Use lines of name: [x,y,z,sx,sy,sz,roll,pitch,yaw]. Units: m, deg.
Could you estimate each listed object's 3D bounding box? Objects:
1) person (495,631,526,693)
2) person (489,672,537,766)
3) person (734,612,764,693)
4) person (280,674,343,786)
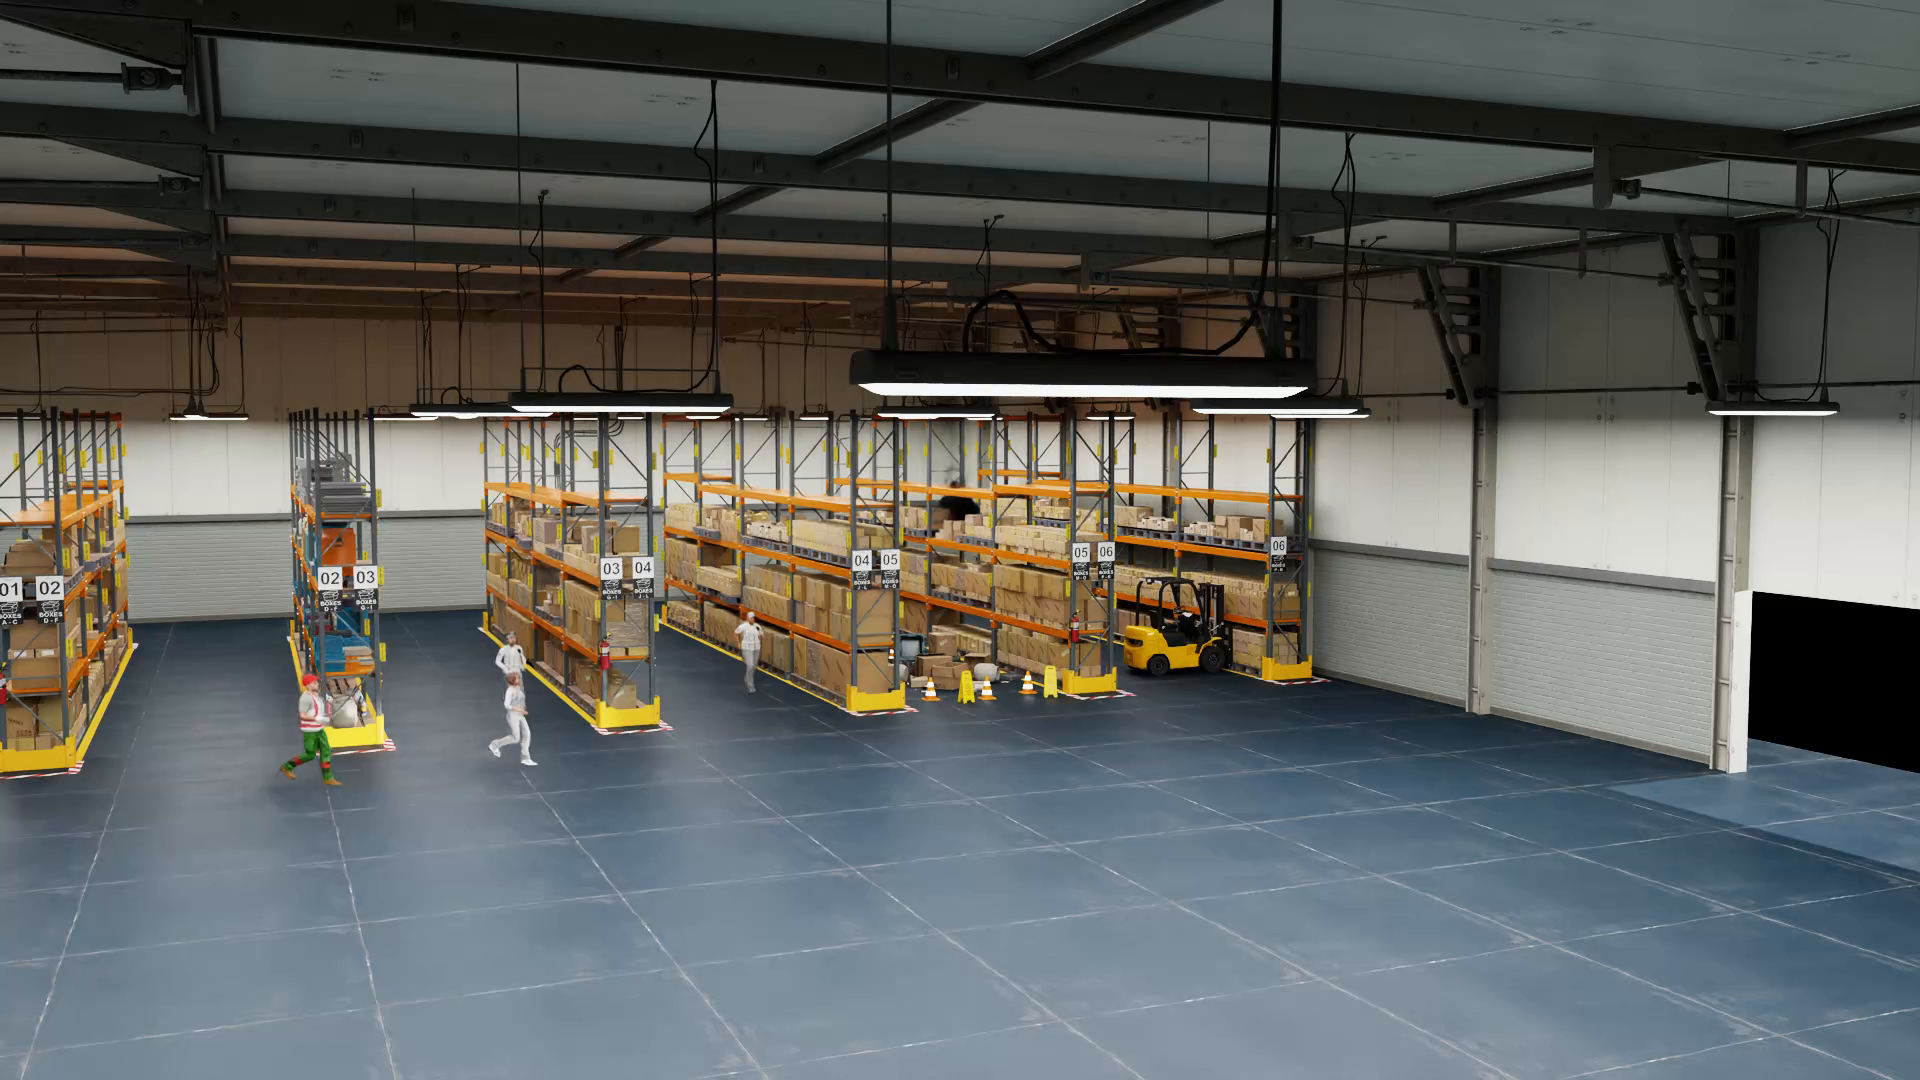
person: [-8.850,2.609,32.713,0.560,1.640,0.580,-3,5,-33]
person: [-7.481,2.997,27.857,0.805,1.585,0.552,0,4,7]
person: [-4.498,2.394,35.687,0.580,1.727,0.770,-3,5,-37]
person: [-10.218,3.000,26.172,0.956,1.789,0.656,0,4,0]
